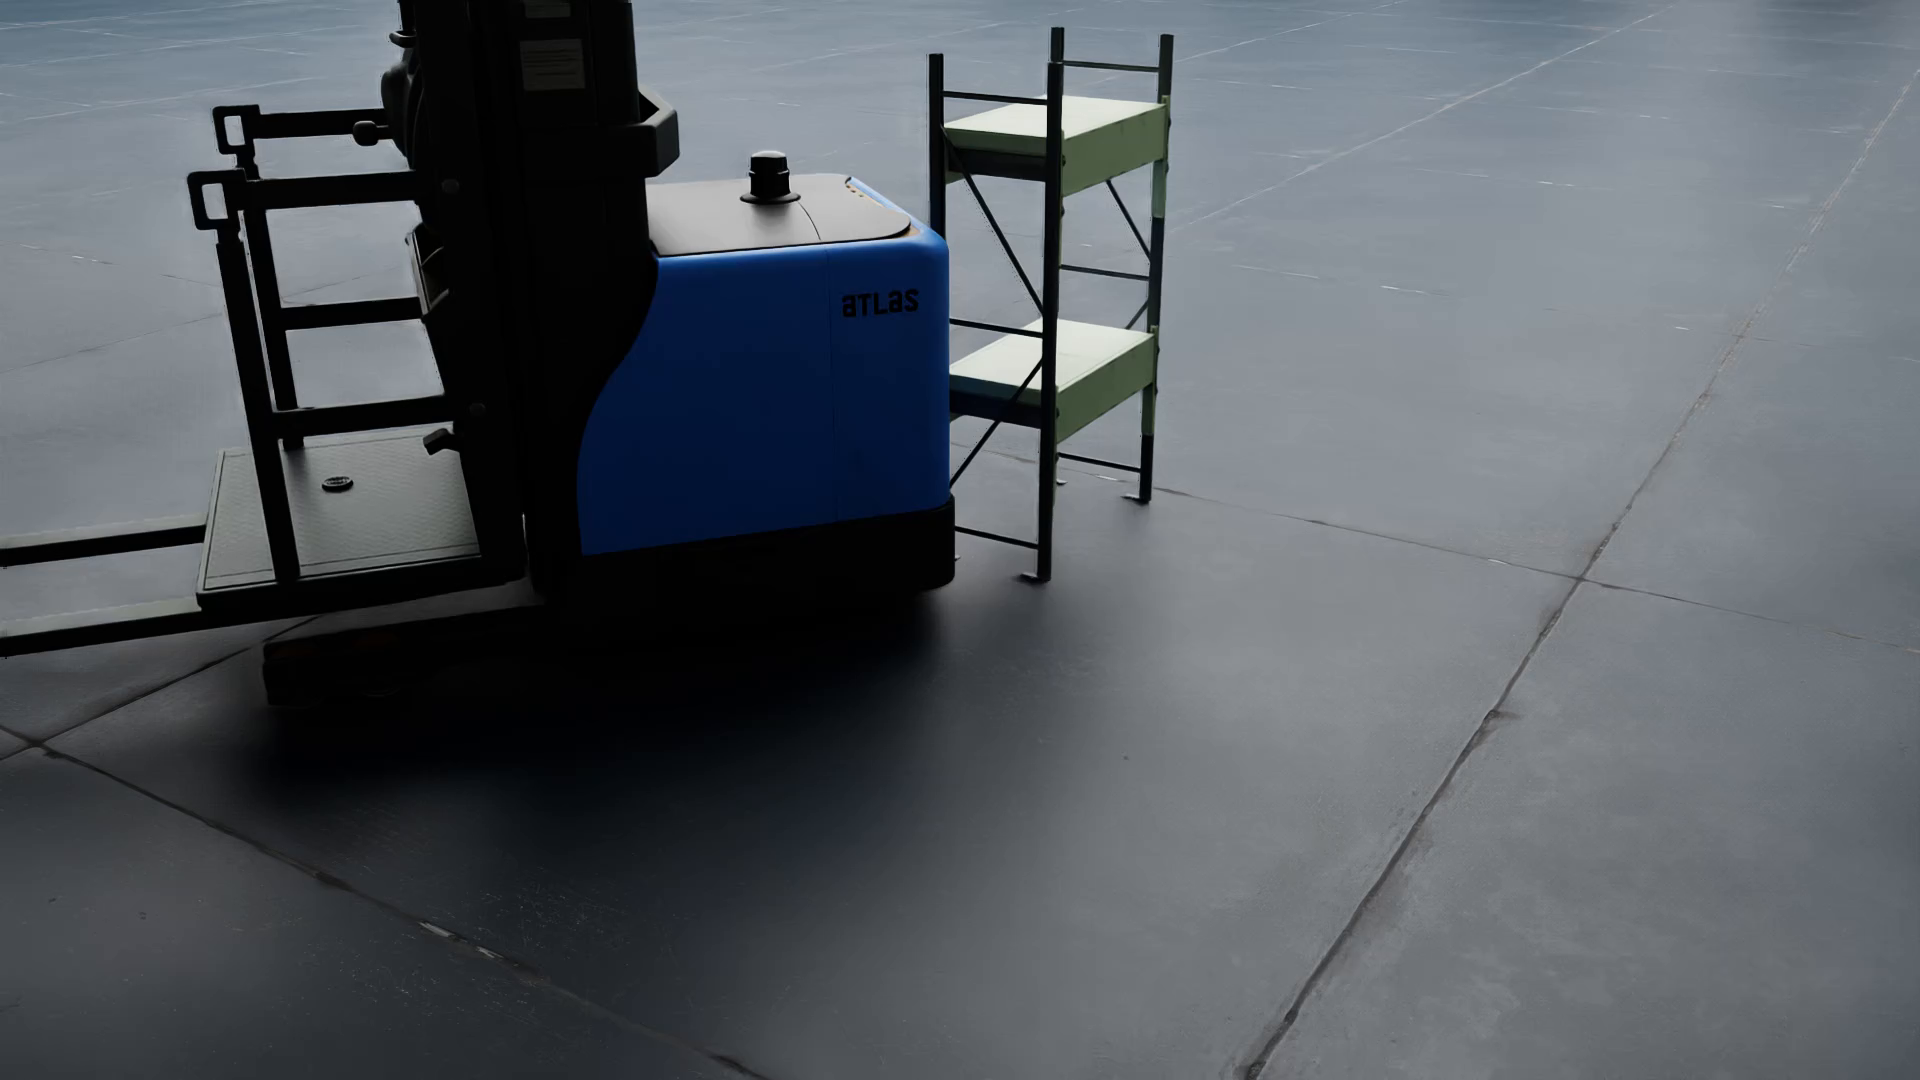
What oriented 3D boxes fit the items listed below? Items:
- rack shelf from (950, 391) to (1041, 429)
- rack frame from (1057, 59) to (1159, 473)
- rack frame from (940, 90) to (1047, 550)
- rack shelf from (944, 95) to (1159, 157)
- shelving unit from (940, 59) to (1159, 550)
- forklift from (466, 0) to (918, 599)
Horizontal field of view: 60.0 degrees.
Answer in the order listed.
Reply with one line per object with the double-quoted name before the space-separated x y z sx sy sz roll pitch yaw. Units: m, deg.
"rack shelf" 0.276 -0.497 5.151 0.332 0.071 0.664 13 27 27
"rack frame" 0.461 -0.856 5.340 0.380 1.308 0.010 13 27 27
"rack frame" 0.094 -0.605 4.759 0.380 1.308 0.010 13 27 27
"rack shelf" 0.276 -1.211 4.842 0.368 0.052 0.686 13 27 27
"shelving unit" 0.278 -0.730 5.049 0.380 1.308 0.742 13 27 27
"forklift" -1.592 -1.152 4.221 3.031 2.935 1.109 -8 25 -18
